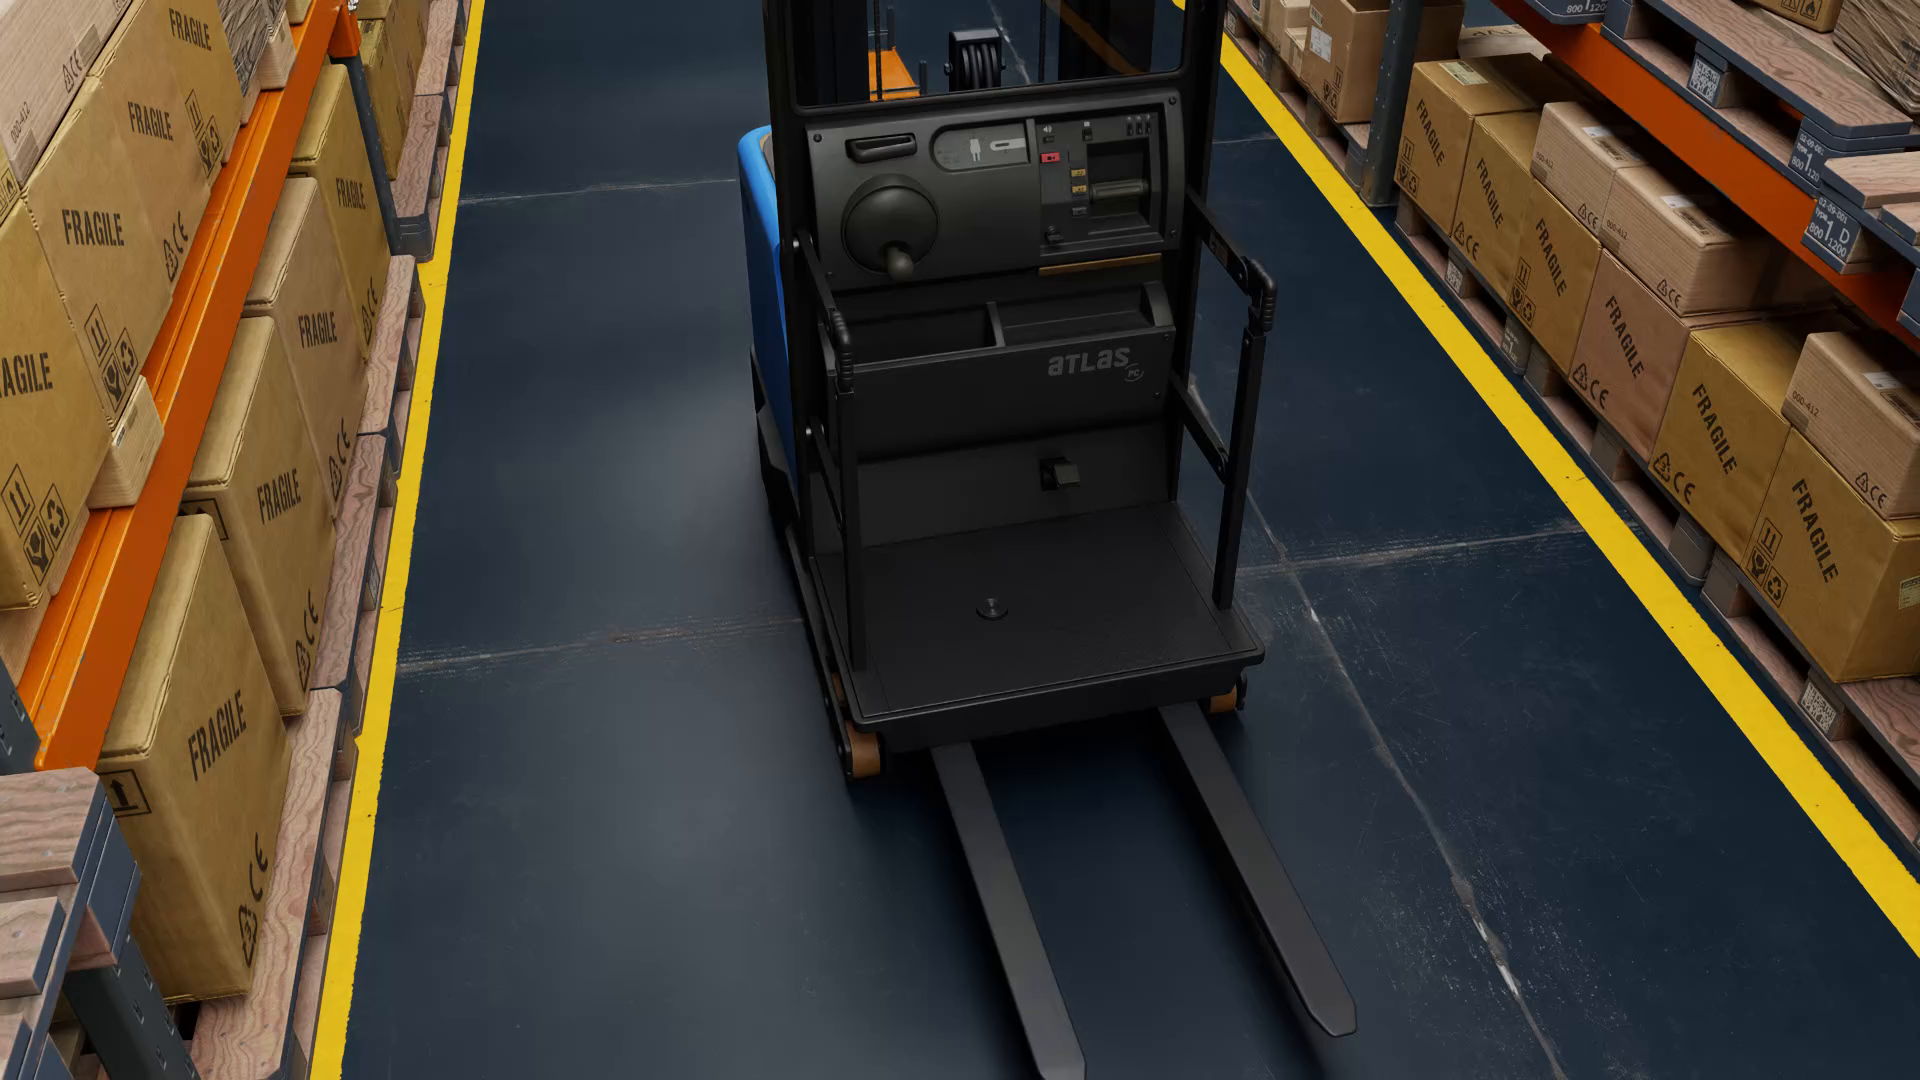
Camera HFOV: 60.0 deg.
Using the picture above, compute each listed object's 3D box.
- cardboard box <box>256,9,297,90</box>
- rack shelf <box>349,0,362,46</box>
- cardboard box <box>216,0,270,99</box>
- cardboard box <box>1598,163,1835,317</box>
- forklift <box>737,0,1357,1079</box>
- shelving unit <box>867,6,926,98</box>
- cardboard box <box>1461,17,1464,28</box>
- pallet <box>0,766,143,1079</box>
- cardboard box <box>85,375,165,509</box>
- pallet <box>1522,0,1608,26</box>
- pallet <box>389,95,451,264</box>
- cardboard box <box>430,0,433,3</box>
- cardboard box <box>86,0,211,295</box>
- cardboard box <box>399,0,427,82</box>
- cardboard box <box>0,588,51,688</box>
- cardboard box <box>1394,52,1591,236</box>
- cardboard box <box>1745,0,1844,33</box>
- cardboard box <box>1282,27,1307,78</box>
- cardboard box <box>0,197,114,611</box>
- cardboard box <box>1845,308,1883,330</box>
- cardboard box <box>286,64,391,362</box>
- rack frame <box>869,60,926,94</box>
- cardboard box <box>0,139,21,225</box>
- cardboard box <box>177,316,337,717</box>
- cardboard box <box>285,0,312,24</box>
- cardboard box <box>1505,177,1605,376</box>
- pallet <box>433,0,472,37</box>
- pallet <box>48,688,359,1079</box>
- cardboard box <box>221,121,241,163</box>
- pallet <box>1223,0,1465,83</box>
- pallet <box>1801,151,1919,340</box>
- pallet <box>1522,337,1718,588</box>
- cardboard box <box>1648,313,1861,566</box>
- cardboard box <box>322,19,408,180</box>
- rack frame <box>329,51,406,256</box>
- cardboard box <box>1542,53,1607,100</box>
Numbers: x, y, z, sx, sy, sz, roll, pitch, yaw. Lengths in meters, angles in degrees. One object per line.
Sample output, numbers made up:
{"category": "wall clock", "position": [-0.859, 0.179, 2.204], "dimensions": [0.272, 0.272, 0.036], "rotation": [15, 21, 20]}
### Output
{"category": "cardboard box", "position": [-2.149, -1.412, 4.811], "dimensions": [0.380, 0.149, 0.250], "rotation": [-6, 38, -8]}
{"category": "rack shelf", "position": [-3.011, -3.065, 7.337], "dimensions": [1.077, 0.370, 4.000], "rotation": [-6, 38, -8]}
{"category": "cardboard box", "position": [-2.152, -1.443, 4.322], "dimensions": [0.500, 0.500, 0.500], "rotation": [-6, 38, -8]}
{"category": "cardboard box", "position": [2.325, -0.934, 5.075], "dimensions": [0.500, 0.250, 0.500], "rotation": [-7, 38, -9]}
{"category": "forklift", "position": [0.153, -0.786, 3.873], "dimensions": [1.130, 2.935, 3.031], "rotation": [-9, 39, -11]}
{"category": "shelving unit", "position": [-0.284, -1.161, 5.767], "dimensions": [0.258, 1.200, 0.503], "rotation": [-9, 39, -11]}
{"category": "cardboard box", "position": [2.194, -2.530, 8.012], "dimensions": [0.380, 0.166, 0.250], "rotation": [-6, 38, -8]}
{"category": "pallet", "position": [-1.729, 0.769, 1.971], "dimensions": [1.213, 0.211, 1.003], "rotation": [-6, 38, -8]}
{"category": "cardboard box", "position": [-1.787, -0.181, 3.226], "dimensions": [0.380, 0.149, 0.250], "rotation": [-5, 38, -7]}
{"category": "pallet", "position": [2.249, -2.106, 5.673], "dimensions": [1.003, 0.211, 1.213], "rotation": [-6, 38, -8]}
{"category": "pallet", "position": [-2.716, -1.508, 7.019], "dimensions": [1.003, 0.211, 1.213], "rotation": [-6, 38, -8]}
{"category": "cardboard box", "position": [-3.052, -3.022, 8.390], "dimensions": [0.700, 0.500, 0.500], "rotation": [-6, 38, -8]}
{"category": "cardboard box", "position": [-1.960, -0.828, 3.531], "dimensions": [0.500, 0.500, 0.500], "rotation": [-6, 38, -8]}
{"category": "cardboard box", "position": [-2.863, -2.397, 7.586], "dimensions": [0.700, 0.500, 0.500], "rotation": [-5, 38, -7]}
{"category": "cardboard box", "position": [-1.788, 0.142, 2.811], "dimensions": [0.380, 0.149, 0.250], "rotation": [-7, 38, -9]}
{"category": "cardboard box", "position": [2.061, -1.545, 6.472], "dimensions": [0.500, 0.500, 0.500], "rotation": [-8, 39, -10]}
{"category": "cardboard box", "position": [2.587, -1.821, 4.726], "dimensions": [0.700, 0.500, 0.500], "rotation": [-16, 41, -19]}
{"category": "cardboard box", "position": [1.712, -2.258, 7.677], "dimensions": [0.380, 0.149, 0.250], "rotation": [-6, 38, -8]}
{"category": "cardboard box", "position": [-1.792, -0.211, 2.737], "dimensions": [0.500, 0.500, 0.500], "rotation": [-5, 38, -7]}
{"category": "cardboard box", "position": [2.939, -0.372, 4.963], "dimensions": [0.500, 0.500, 0.500], "rotation": [-7, 38, -9]}
{"category": "cardboard box", "position": [-2.418, -1.080, 5.605], "dimensions": [0.750, 0.750, 0.750], "rotation": [-6, 38, -7]}
{"category": "rack frame", "position": [-0.225, -1.016, 5.580], "dimensions": [0.240, 1.200, 0.015], "rotation": [-9, 39, -11]}
{"category": "cardboard box", "position": [-1.789, -0.506, 2.505], "dimensions": [0.500, 0.250, 0.500], "rotation": [-5, 38, -7]}
{"category": "cardboard box", "position": [-2.106, -0.030, 4.254], "dimensions": [0.750, 0.750, 0.750], "rotation": [-6, 38, -8]}
{"category": "cardboard box", "position": [-2.254, -1.727, 5.216], "dimensions": [0.380, 0.149, 0.250], "rotation": [-6, 38, -7]}
{"category": "cardboard box", "position": [2.246, -0.921, 5.670], "dimensions": [0.500, 0.500, 0.500], "rotation": [-6, 38, -7]}
{"category": "pallet", "position": [-3.144, -2.982, 8.916], "dimensions": [1.003, 0.211, 1.213], "rotation": [-6, 38, -8]}
{"category": "pallet", "position": [-2.023, 0.891, 3.931], "dimensions": [1.003, 0.211, 1.213], "rotation": [-6, 38, -8]}
{"category": "cardboard box", "position": [-2.142, -1.104, 4.415], "dimensions": [0.380, 0.149, 0.250], "rotation": [-7, 38, -9]}
{"category": "pallet", "position": [1.880, -2.729, 8.590], "dimensions": [1.003, 0.211, 1.213], "rotation": [-6, 38, -8]}
{"category": "pallet", "position": [2.730, -0.587, 3.717], "dimensions": [1.213, 0.211, 1.003], "rotation": [-6, 38, -8]}
{"category": "pallet", "position": [2.613, -0.350, 5.528], "dimensions": [1.003, 0.211, 1.213], "rotation": [-6, 38, -8]}
{"category": "cardboard box", "position": [2.432, -0.299, 4.869], "dimensions": [0.500, 0.500, 0.500], "rotation": [-8, 38, -10]}
{"category": "cardboard box", "position": [-2.690, -1.783, 6.795], "dimensions": [0.700, 0.500, 0.500], "rotation": [-6, 38, -7]}
{"category": "rack frame", "position": [-2.660, -2.141, 5.562], "dimensions": [1.000, 3.000, 0.127], "rotation": [-6, 38, -8]}
{"category": "cardboard box", "position": [2.585, -1.596, 6.538], "dimensions": [0.500, 0.500, 0.500], "rotation": [-6, 38, -8]}
